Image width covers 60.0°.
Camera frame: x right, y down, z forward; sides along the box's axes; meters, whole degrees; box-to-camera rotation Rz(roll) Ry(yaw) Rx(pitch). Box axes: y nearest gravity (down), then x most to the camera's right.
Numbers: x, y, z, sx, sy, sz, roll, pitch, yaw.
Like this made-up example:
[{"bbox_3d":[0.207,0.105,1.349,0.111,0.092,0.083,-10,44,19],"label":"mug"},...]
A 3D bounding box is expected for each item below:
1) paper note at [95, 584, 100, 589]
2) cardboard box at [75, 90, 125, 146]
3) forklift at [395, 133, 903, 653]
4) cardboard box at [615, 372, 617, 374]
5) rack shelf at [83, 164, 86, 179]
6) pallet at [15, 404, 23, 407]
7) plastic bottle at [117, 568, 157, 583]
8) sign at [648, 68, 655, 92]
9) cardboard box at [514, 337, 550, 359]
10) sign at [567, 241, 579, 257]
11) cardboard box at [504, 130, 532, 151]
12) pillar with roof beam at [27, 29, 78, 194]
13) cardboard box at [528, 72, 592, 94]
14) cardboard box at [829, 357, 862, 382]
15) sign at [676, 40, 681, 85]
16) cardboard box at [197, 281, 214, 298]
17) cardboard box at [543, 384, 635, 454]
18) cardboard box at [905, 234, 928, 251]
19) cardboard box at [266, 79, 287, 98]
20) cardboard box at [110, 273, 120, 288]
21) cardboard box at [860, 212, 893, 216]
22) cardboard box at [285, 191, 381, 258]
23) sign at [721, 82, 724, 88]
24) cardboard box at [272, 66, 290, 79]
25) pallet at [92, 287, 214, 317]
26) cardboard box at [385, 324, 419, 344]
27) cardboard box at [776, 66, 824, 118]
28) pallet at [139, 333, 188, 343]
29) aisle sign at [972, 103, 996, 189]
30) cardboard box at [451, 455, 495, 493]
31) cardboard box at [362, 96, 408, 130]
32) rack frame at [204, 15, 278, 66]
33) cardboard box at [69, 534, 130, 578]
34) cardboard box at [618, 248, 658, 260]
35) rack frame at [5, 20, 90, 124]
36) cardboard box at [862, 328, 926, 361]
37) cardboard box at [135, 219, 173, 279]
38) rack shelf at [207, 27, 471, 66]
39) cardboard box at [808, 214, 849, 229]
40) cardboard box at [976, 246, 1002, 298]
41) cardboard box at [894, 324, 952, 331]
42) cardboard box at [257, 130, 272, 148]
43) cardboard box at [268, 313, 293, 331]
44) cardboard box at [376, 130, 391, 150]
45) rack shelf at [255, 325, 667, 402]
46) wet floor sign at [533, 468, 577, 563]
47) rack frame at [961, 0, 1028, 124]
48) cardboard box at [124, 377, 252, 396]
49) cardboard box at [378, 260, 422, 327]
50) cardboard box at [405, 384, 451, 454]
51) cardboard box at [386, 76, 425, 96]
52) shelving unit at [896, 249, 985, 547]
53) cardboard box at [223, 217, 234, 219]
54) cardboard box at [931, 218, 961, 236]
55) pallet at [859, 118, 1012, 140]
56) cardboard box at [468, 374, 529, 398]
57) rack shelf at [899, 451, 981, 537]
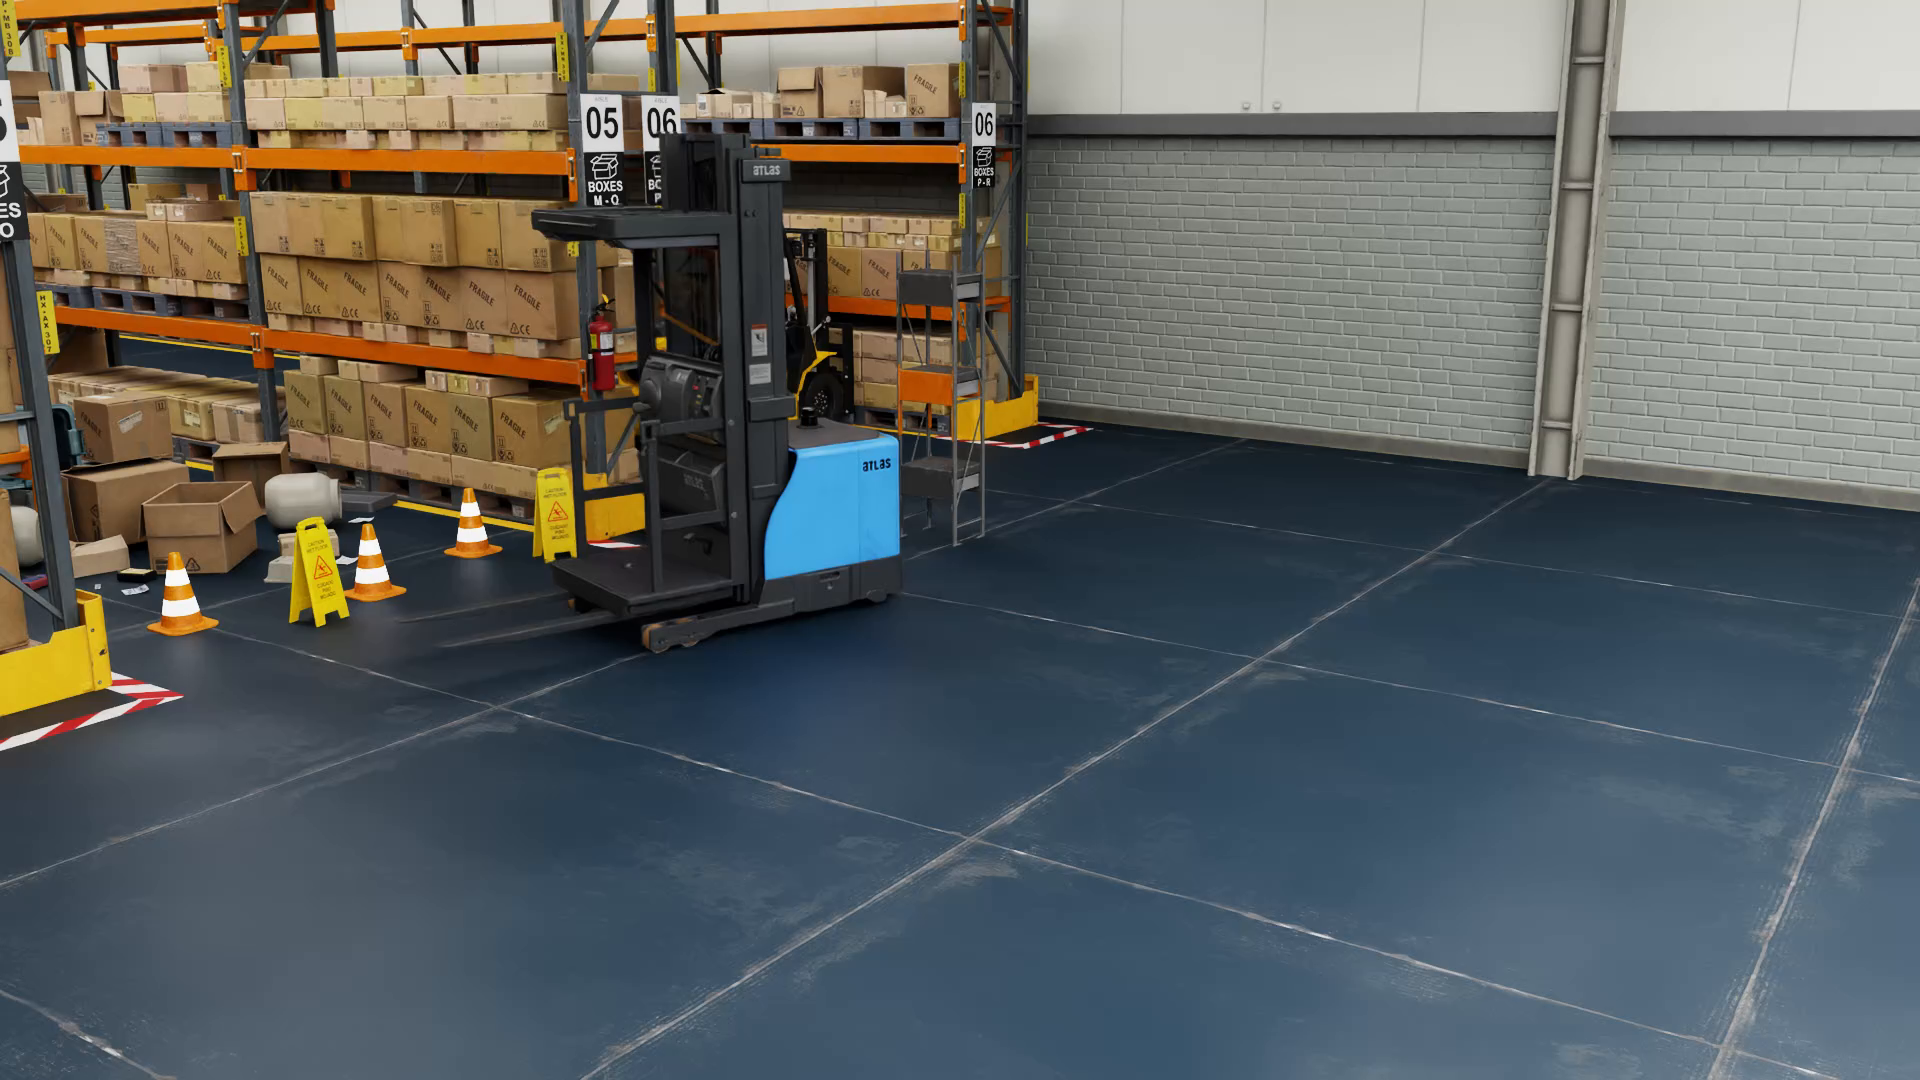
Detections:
[{"bbox_3d":[-5.731,0.309,11.052,0.032,0.001,0.123,-7,15,-25],"label":"paper note"},{"bbox_3d":[-7.786,-3.953,15.590,0.637,0.503,0.797,9,17,33],"label":"cardboard box"},{"bbox_3d":[-1.845,-0.909,9.894,3.031,2.935,1.130,-11,17,-37],"label":"forklift"},{"bbox_3d":[-4.060,-2.323,19.535,0.625,0.625,0.875,9,17,32],"label":"cardboard box"},{"bbox_3d":[-10.727,-4.020,17.576,4.000,0.370,1.077,9,17,33],"label":"rack shelf"},{"bbox_3d":[-9.679,-1.412,17.589,1.213,0.211,1.003,9,17,33],"label":"pallet"},{"bbox_3d":[-5.591,0.237,11.237,0.283,0.061,0.133,3,14,14],"label":"plastic bottle"},{"bbox_3d":[-3.276,-4.849,17.697,0.005,0.325,0.100,9,17,33],"label":"sign"},{"bbox_3d":[-3.131,-1.470,12.541,0.250,0.149,0.380,9,16,32],"label":"cardboard box"},{"bbox_3d":[-2.756,-2.180,11.819,0.005,0.325,0.100,9,17,33],"label":"sign"},{"bbox_3d":[-3.106,-2.925,12.179,0.250,0.149,0.380,9,17,33],"label":"cardboard box"},{"bbox_3d":[-17.075,-7.303,23.099,0.400,9.000,9.100,9,17,33],"label":"pillar with roof beam"},{"bbox_3d":[-2.875,-3.280,11.952,0.250,0.149,0.380,9,17,33],"label":"cardboard box"},{"bbox_3d":[-1.091,-1.812,17.207,0.500,0.250,0.500,9,16,32],"label":"cardboard box"},{"bbox_3d":[-2.126,-3.561,12.404,0.005,0.325,0.100,9,17,33],"label":"sign"},{"bbox_3d":[-6.538,-2.244,14.793,0.250,0.149,0.380,9,16,31],"label":"cardboard box"},{"bbox_3d":[-2.964,-0.972,13.294,0.500,0.500,0.500,9,16,31],"label":"cardboard box"},{"bbox_3d":[-0.335,-2.945,16.419,0.250,0.149,0.380,9,17,34],"label":"cardboard box"},{"bbox_3d":[-5.437,-3.694,13.622,0.250,0.149,0.380,10,17,34],"label":"cardboard box"},{"bbox_3d":[-7.768,-2.468,15.700,0.250,0.149,0.380,10,17,35],"label":"cardboard box"},{"bbox_3d":[-0.839,-3.354,17.452,0.250,0.149,0.380,9,16,31],"label":"cardboard box"},{"bbox_3d":[-5.093,-2.612,13.724,0.500,0.500,0.700,9,17,33],"label":"cardboard box"},{"bbox_3d":[-2.673,-4.955,18.615,0.005,0.325,0.100,9,17,33],"label":"sign"},{"bbox_3d":[-6.429,-4.162,15.048,0.500,0.250,0.500,9,16,32],"label":"cardboard box"},{"bbox_3d":[-7.402,-2.295,15.750,1.213,0.211,1.003,9,17,33],"label":"pallet"},{"bbox_3d":[-4.385,-1.679,13.386,0.250,0.149,0.380,9,17,33],"label":"cardboard box"},{"bbox_3d":[-1.424,-4.575,17.024,0.637,0.503,0.797,10,17,35],"label":"cardboard box"},{"bbox_3d":[-11.205,-3.074,24.302,1.213,0.211,1.003,9,17,33],"label":"pallet"},{"bbox_3d":[0.229,-3.757,15.848,0.004,0.787,0.394,9,17,33],"label":"aisle sign"},{"bbox_3d":[-3.675,-0.567,13.221,0.500,0.250,0.500,9,17,33],"label":"cardboard box"},{"bbox_3d":[-4.274,-3.318,12.937,0.500,0.250,0.500,9,17,33],"label":"cardboard box"},{"bbox_3d":[-9.619,-7.084,22.213,0.127,3.000,1.000,9,17,33],"label":"rack frame"},{"bbox_3d":[-5.973,0.082,11.438,0.258,0.266,0.396,13,19,42],"label":"cardboard box"},{"bbox_3d":[-3.531,-3.284,18.618,0.500,0.250,0.500,9,16,32],"label":"cardboard box"},{"bbox_3d":[-9.067,-5.557,16.046,0.127,3.000,1.000,9,17,33],"label":"rack frame"},{"bbox_3d":[-0.645,-1.984,16.862,0.500,0.250,0.500,10,17,34],"label":"cardboard box"},{"bbox_3d":[-7.097,-2.658,15.119,0.500,0.500,0.500,10,17,35],"label":"cardboard box"},{"bbox_3d":[-7.960,-6.272,21.264,4.000,0.370,1.077,9,17,33],"label":"rack shelf"},{"bbox_3d":[-1.353,-3.281,17.157,0.250,0.149,0.380,9,17,34],"label":"cardboard box"},{"bbox_3d":[0.082,-2.733,16.913,0.500,0.500,0.500,10,17,35],"label":"cardboard box"},{"bbox_3d":[-0.372,-2.085,17.273,0.500,0.250,0.500,9,17,33],"label":"cardboard box"},{"bbox_3d":[-5.625,-3.351,13.899,0.250,0.149,0.380,9,16,32],"label":"cardboard box"},{"bbox_3d":[-5.666,-1.881,14.201,0.250,0.149,0.380,9,17,33],"label":"cardboard box"},{"bbox_3d":[-4.345,-3.145,13.065,0.250,0.149,0.380,9,17,33],"label":"cardboard box"},{"bbox_3d":[-4.089,-1.491,13.602,4.000,0.370,1.077,9,17,33],"label":"rack shelf"},{"bbox_3d":[-2.869,-0.191,11.751,0.267,0.644,0.232,-10,17,-35],"label":"wet floor sign"},{"bbox_3d":[0.338,-5.475,15.712,0.127,3.000,1.000,9,17,33],"label":"rack frame"},{"bbox_3d":[-7.361,-1.296,15.909,0.625,0.372,0.950,10,17,35],"label":"cardboard box"},{"bbox_3d":[-4.269,-1.991,13.295,0.500,0.500,0.500,9,17,33],"label":"cardboard box"},{"bbox_3d":[-4.089,-0.999,13.405,0.500,0.500,0.500,9,16,32],"label":"cardboard box"},{"bbox_3d":[-4.166,-3.479,12.756,0.250,0.149,0.380,10,17,34],"label":"cardboard box"},{"bbox_3d":[-0.137,-1.041,12.161,0.503,2.100,0.431,9,17,33],"label":"shelving unit"},{"bbox_3d":[-6.796,-2.762,15.536,0.500,0.500,0.500,9,17,32],"label":"cardboard box"},{"bbox_3d":[-0.077,-3.076,16.331,0.250,0.149,0.380,9,17,33],"label":"cardboard box"},{"bbox_3d":[-0.234,-4.076,16.487,1.213,0.211,1.003,9,17,33],"label":"pallet"},{"bbox_3d":[-3.582,-1.212,12.913,0.250,0.149,0.380,10,17,34],"label":"cardboard box"},{"bbox_3d":[-0.137,-0.349,12.332,0.480,0.518,0.431,9,17,33],"label":"rack shelf"}]
